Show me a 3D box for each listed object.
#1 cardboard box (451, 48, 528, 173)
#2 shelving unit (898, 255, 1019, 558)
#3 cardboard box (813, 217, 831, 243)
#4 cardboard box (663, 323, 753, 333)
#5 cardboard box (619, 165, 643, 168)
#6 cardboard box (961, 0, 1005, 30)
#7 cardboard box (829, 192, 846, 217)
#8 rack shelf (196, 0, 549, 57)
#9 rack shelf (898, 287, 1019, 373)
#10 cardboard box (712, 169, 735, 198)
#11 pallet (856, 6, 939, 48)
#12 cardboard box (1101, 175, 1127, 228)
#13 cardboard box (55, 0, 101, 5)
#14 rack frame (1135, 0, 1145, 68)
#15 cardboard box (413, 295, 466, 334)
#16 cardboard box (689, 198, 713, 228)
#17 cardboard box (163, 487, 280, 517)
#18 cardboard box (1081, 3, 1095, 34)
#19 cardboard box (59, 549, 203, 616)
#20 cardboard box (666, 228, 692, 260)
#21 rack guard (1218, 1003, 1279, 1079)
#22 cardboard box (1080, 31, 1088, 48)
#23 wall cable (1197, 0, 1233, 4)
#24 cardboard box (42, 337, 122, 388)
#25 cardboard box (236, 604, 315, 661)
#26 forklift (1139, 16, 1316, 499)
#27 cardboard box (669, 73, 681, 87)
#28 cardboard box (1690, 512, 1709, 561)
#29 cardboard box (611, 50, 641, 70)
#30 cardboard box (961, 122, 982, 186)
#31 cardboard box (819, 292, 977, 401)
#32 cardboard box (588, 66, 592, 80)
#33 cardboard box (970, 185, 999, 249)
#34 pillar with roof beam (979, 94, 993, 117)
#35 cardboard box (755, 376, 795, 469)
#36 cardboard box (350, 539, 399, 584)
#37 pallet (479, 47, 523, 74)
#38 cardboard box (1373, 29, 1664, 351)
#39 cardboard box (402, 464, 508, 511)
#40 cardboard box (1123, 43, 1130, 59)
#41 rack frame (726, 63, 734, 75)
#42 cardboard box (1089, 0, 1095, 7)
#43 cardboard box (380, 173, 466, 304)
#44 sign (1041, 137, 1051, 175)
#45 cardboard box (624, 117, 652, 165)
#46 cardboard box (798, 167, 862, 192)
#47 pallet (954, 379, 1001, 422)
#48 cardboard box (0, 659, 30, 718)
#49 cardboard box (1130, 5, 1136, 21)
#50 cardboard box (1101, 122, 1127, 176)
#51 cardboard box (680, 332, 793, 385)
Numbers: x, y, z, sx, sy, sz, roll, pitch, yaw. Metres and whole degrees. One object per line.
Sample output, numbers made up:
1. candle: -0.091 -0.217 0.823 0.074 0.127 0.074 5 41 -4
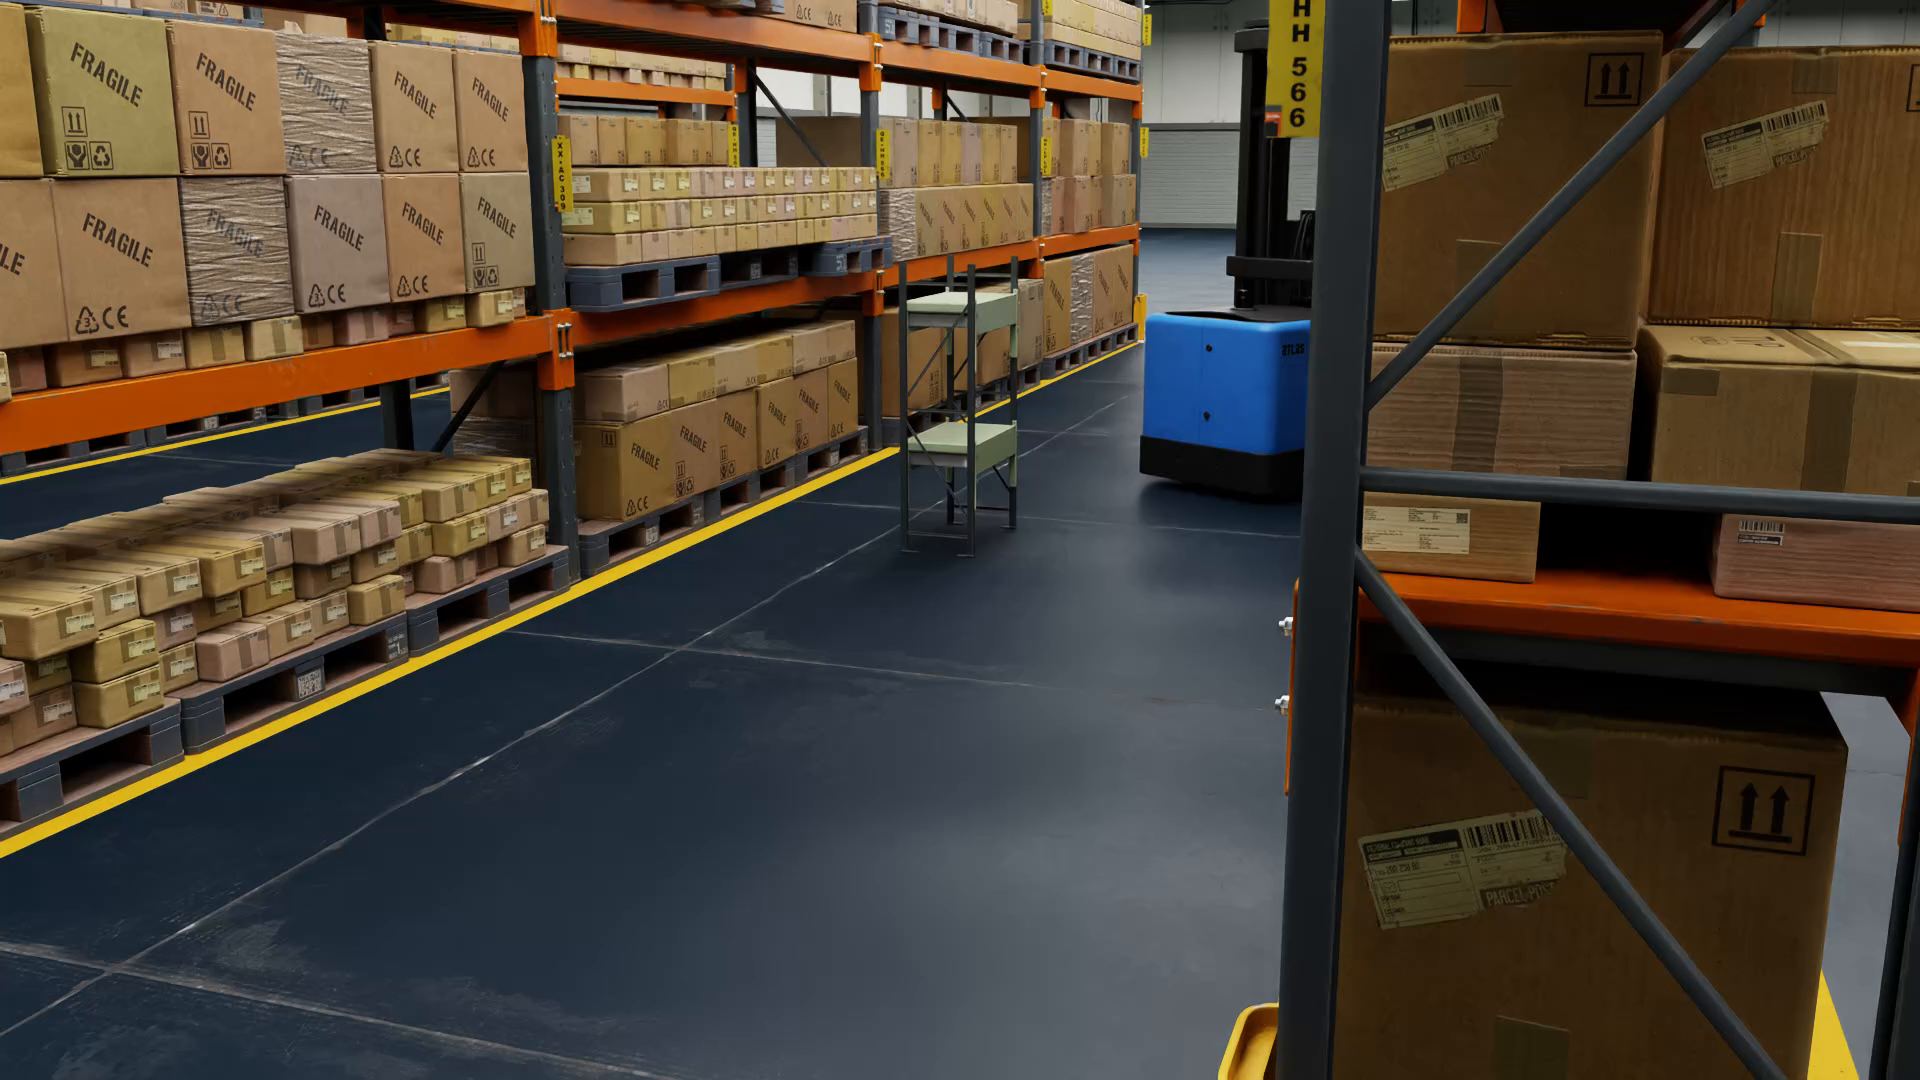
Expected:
1. cardboard box: -2.232 -1.844 7.184 0.500 0.500 0.500 4 13 16
2. shelving unit: 0.002 -0.733 8.827 0.431 1.500 0.755 4 14 18
3. cardboard box: -1.015 -1.910 10.235 0.380 0.149 0.250 4 14 18
4. cardboard box: -1.657 -1.240 10.669 0.500 0.250 0.500 4 14 18
5. cardboard box: -3.742 -3.779 17.910 0.500 0.500 0.500 4 14 18
6. cardboard box: 0.062 -4.332 13.655 0.500 0.250 0.500 4 14 18
7. cardboard box: -0.938 -2.102 10.407 0.380 0.149 0.250 5 14 20
8. rack shelf: -2.982 -1.971 5.760 1.077 0.370 4.000 4 14 18
9. rack shelf: 0.002 -1.113 8.740 0.431 0.370 0.720 4 14 18
10. cardboard box: -1.438 -1.922 8.952 0.380 0.149 0.250 4 14 18
11. pallet: -0.883 -3.633 11.846 1.213 0.211 1.003 5 14 21
12. cardboard box: 1.313 -3.682 18.041 0.875 0.550 0.550 4 14 18
13. cardboard box: -6.053 -3.782 10.908 0.500 0.500 0.500 4 14 19
14. rack frame: 1.547 -6.732 18.261 1.000 3.000 0.127 4 14 18
15. cardboard box: -2.330 -0.967 7.049 0.380 0.149 0.250 5 14 21
16. cardboard box: -1.524 -1.722 8.743 0.380 0.149 0.250 4 13 16
17. cardboard box: -3.046 -0.113 6.869 0.380 0.149 0.250 5 14 20
18. cardboard box: 1.001 -5.048 16.125 0.500 0.250 0.500 4 14 18
19. cardboard box: -2.860 0.144 5.741 0.380 0.149 0.250 5 14 21
20. cardboard box: -1.604 -1.524 8.545 0.380 0.149 0.250 4 14 19
21. rack guard: 1.023 1.164 2.767 1.175 0.500 0.348 4 14 18
22. cardboard box: 1.020 -4.825 16.043 0.380 0.149 0.250 4 13 17
23. wall cable: 8.454 -16.932 48.356 3.097 2.526 0.112 4 14 18
24. cardboard box: -2.969 -0.590 5.396 0.380 0.149 0.250 4 14 18
25. cardboard box: -2.669 0.333 6.253 0.380 0.149 0.250 4 14 18
26. forklift: 2.571 -1.929 10.851 3.031 2.935 1.130 -11 17 -41
27. cardboard box: -3.368 -5.175 18.742 0.380 0.149 0.250 4 14 18
28. cardboard box: 1.540 -0.043 2.999 0.380 0.149 0.250 4 13 18
29. cardboard box: -3.730 -5.121 17.613 0.500 0.250 0.500 4 14 19
30. cardboard box: -0.230 -3.182 13.715 0.700 0.500 0.500 4 14 19
31. cardboard box: -0.479 -1.537 13.093 1.050 0.750 0.750 5 14 19
32. cardboard box: -4.017 -4.799 17.098 0.380 0.149 0.250 4 14 18
33. cardboard box: 0.010 -2.672 13.729 0.500 0.500 0.500 5 14 19
34. pillar with roof beam: 4.835 -13.349 47.250 9.100 9.000 0.548 4 14 18
35. cardboard box: -1.334 -0.730 10.120 0.500 0.500 0.500 4 13 16
36. cardboard box: -2.520 0.065 6.757 0.380 0.149 0.250 5 14 20
37. pallet: -4.764 -4.549 15.858 1.213 0.211 1.003 4 14 18
38. cardboard box: 0.940 -0.619 2.943 0.500 0.500 0.500 5 14 19
39. cardboard box: -2.249 -0.235 7.404 0.380 0.149 0.250 5 14 19
40. cardboard box: 1.596 -5.199 17.682 0.380 0.149 0.250 5 14 19
41. rack frame: -3.169 -7.067 19.729 1.000 3.000 0.127 4 14 18
42. cardboard box: 1.103 -5.268 16.189 0.380 0.149 0.250 4 14 18
43. cardboard box: -2.394 -1.243 6.800 0.500 0.500 0.500 4 13 17
44. sign: 0.770 -3.454 14.956 0.100 0.325 0.005 4 14 18
45. cardboard box: -3.742 -4.268 17.808 0.700 0.500 0.500 4 13 17
46. cardboard box: -0.849 -2.306 10.636 0.380 0.149 0.250 4 14 18
47. pallet: -0.318 -1.180 13.684 1.003 0.211 1.213 4 14 18
48. cardboard box: -3.075 0.456 5.043 0.380 0.149 0.250 4 14 18
49. cardboard box: 1.677 -5.642 17.828 0.380 0.149 0.250 4 14 19
50. cardboard box: 1.300 -4.209 17.925 0.875 0.550 0.550 4 14 18
51. cardboard box: -1.347 -1.099 10.050 0.500 0.250 0.500 5 14 20
